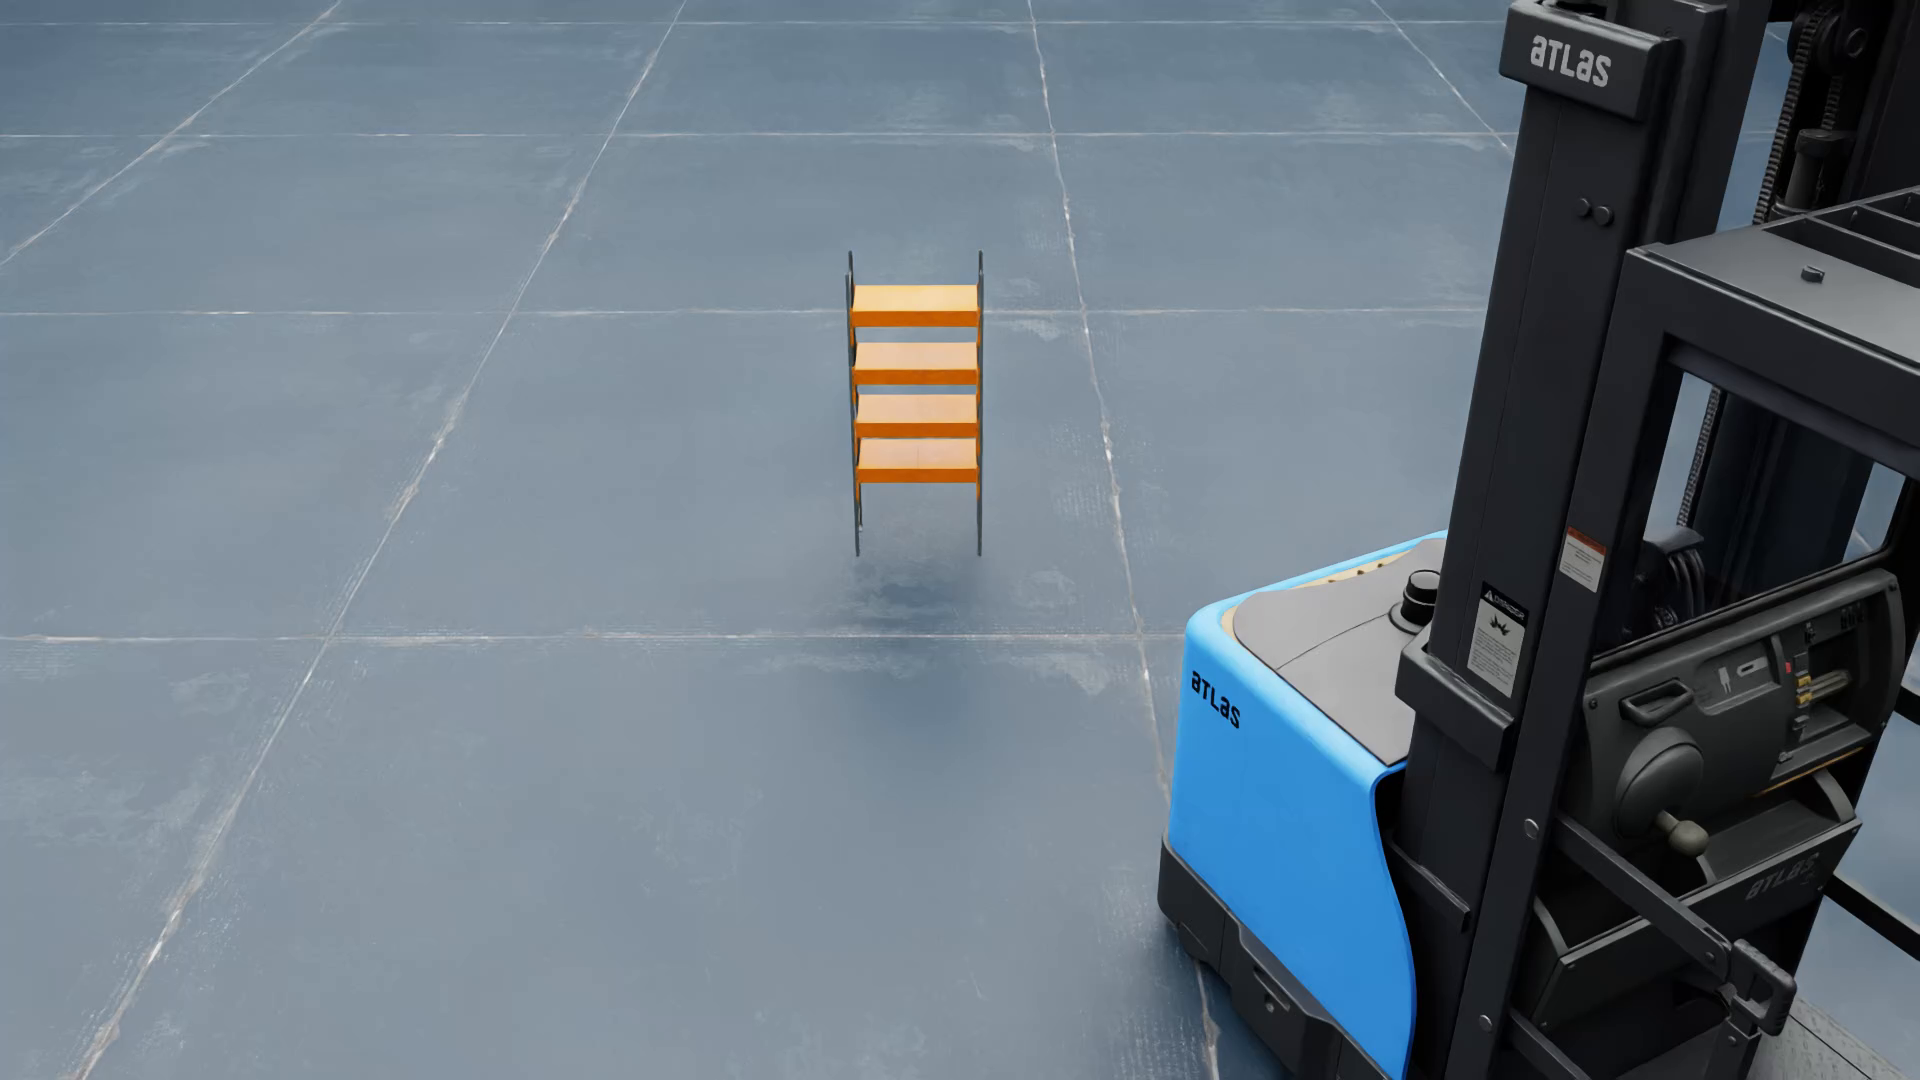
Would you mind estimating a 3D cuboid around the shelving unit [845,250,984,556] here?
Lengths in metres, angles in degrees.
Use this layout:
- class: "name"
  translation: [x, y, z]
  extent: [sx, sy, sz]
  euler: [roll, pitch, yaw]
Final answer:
- class: "shelving unit"
  translation: [-0.166, -0.512, 6.438]
  extent: [0.503, 1.200, 0.258]
  euler: [0, 31, 0]

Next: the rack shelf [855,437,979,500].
- class: "rack shelf"
  translation: [-0.166, -0.285, 6.576]
  extent: [0.480, 0.148, 0.258]
  euler: [0, 31, 0]

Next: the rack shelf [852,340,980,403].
- class: "rack shelf"
  translation: [-0.166, -0.646, 6.357]
  extent: [0.480, 0.148, 0.258]
  euler: [0, 31, 0]

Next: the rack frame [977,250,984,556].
- class: "rack frame"
  translation: [0.078, -0.513, 6.439]
  extent: [0.015, 1.200, 0.240]
  euler: [0, 31, 0]

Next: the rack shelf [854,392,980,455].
- class: "rack shelf"
  translation: [-0.166, -0.455, 6.473]
  extent: [0.480, 0.148, 0.258]
  euler: [0, 31, 0]

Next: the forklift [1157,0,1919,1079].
- class: "forklift"
  translation: [1.719, 0.406, 3.256]
  extent: [1.130, 2.935, 3.031]
  euler: [-16, 35, -24]

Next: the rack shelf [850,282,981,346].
- class: "rack shelf"
  translation: [-0.166, -0.848, 6.234]
  extent: [0.480, 0.148, 0.258]
  euler: [0, 31, 0]

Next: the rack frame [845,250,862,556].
- class: "rack frame"
  translation: [-0.410, -0.512, 6.437]
  extent: [0.015, 1.200, 0.240]
  euler: [0, 31, 0]
